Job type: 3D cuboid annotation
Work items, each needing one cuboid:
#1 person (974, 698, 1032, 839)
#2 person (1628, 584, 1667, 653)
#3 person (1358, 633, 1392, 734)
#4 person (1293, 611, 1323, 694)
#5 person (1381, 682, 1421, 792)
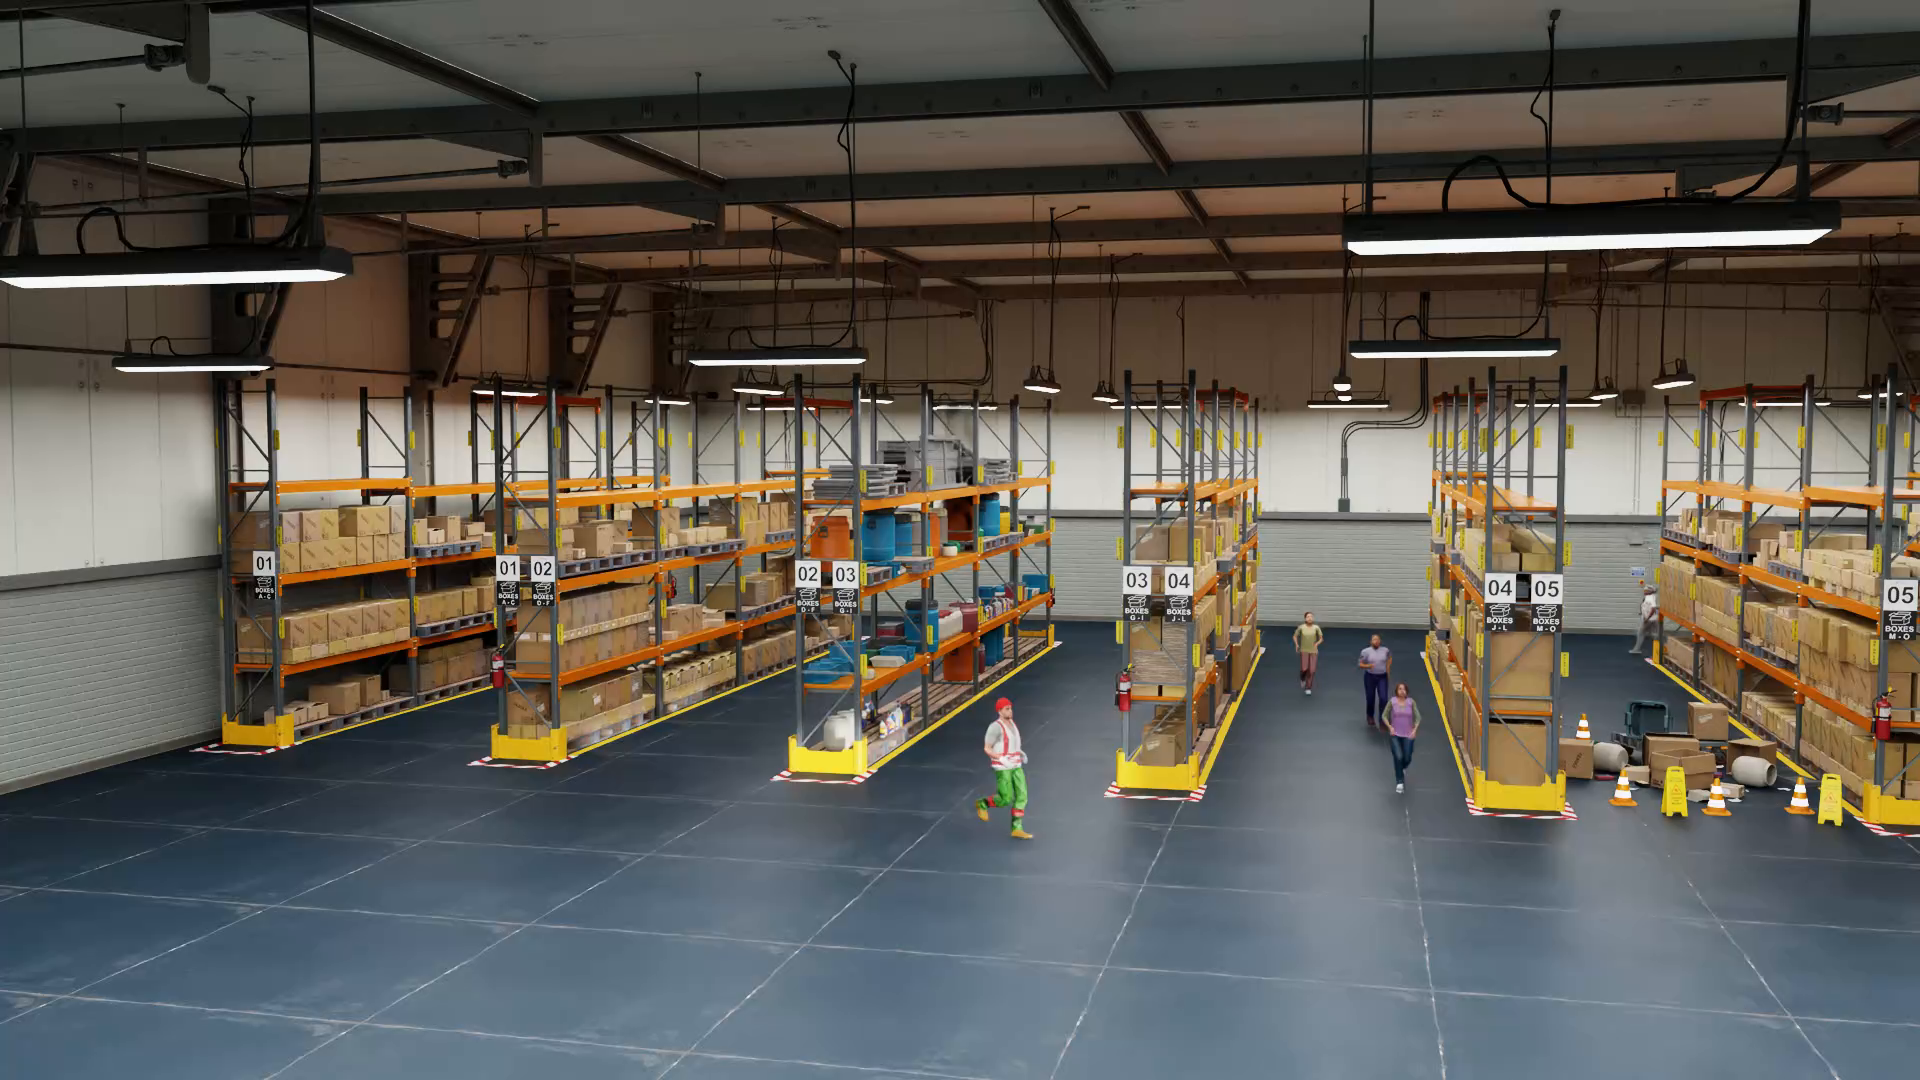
[{"bbox_3d":[0.579,2.869,21.057,0.848,1.748,0.669,3,4,40],"label":"person"},{"bbox_3d":[15.965,1.836,38.582,0.886,1.651,0.631,2,4,32],"label":"person"},{"bbox_3d":[7.180,2.459,28.750,0.593,1.704,0.816,0,3,8],"label":"person"},{"bbox_3d":[6.872,2.223,32.772,0.575,1.627,0.540,0,3,5],"label":"person"},{"bbox_3d":[6.314,2.800,23.820,0.548,1.564,0.572,1,3,9],"label":"person"}]
